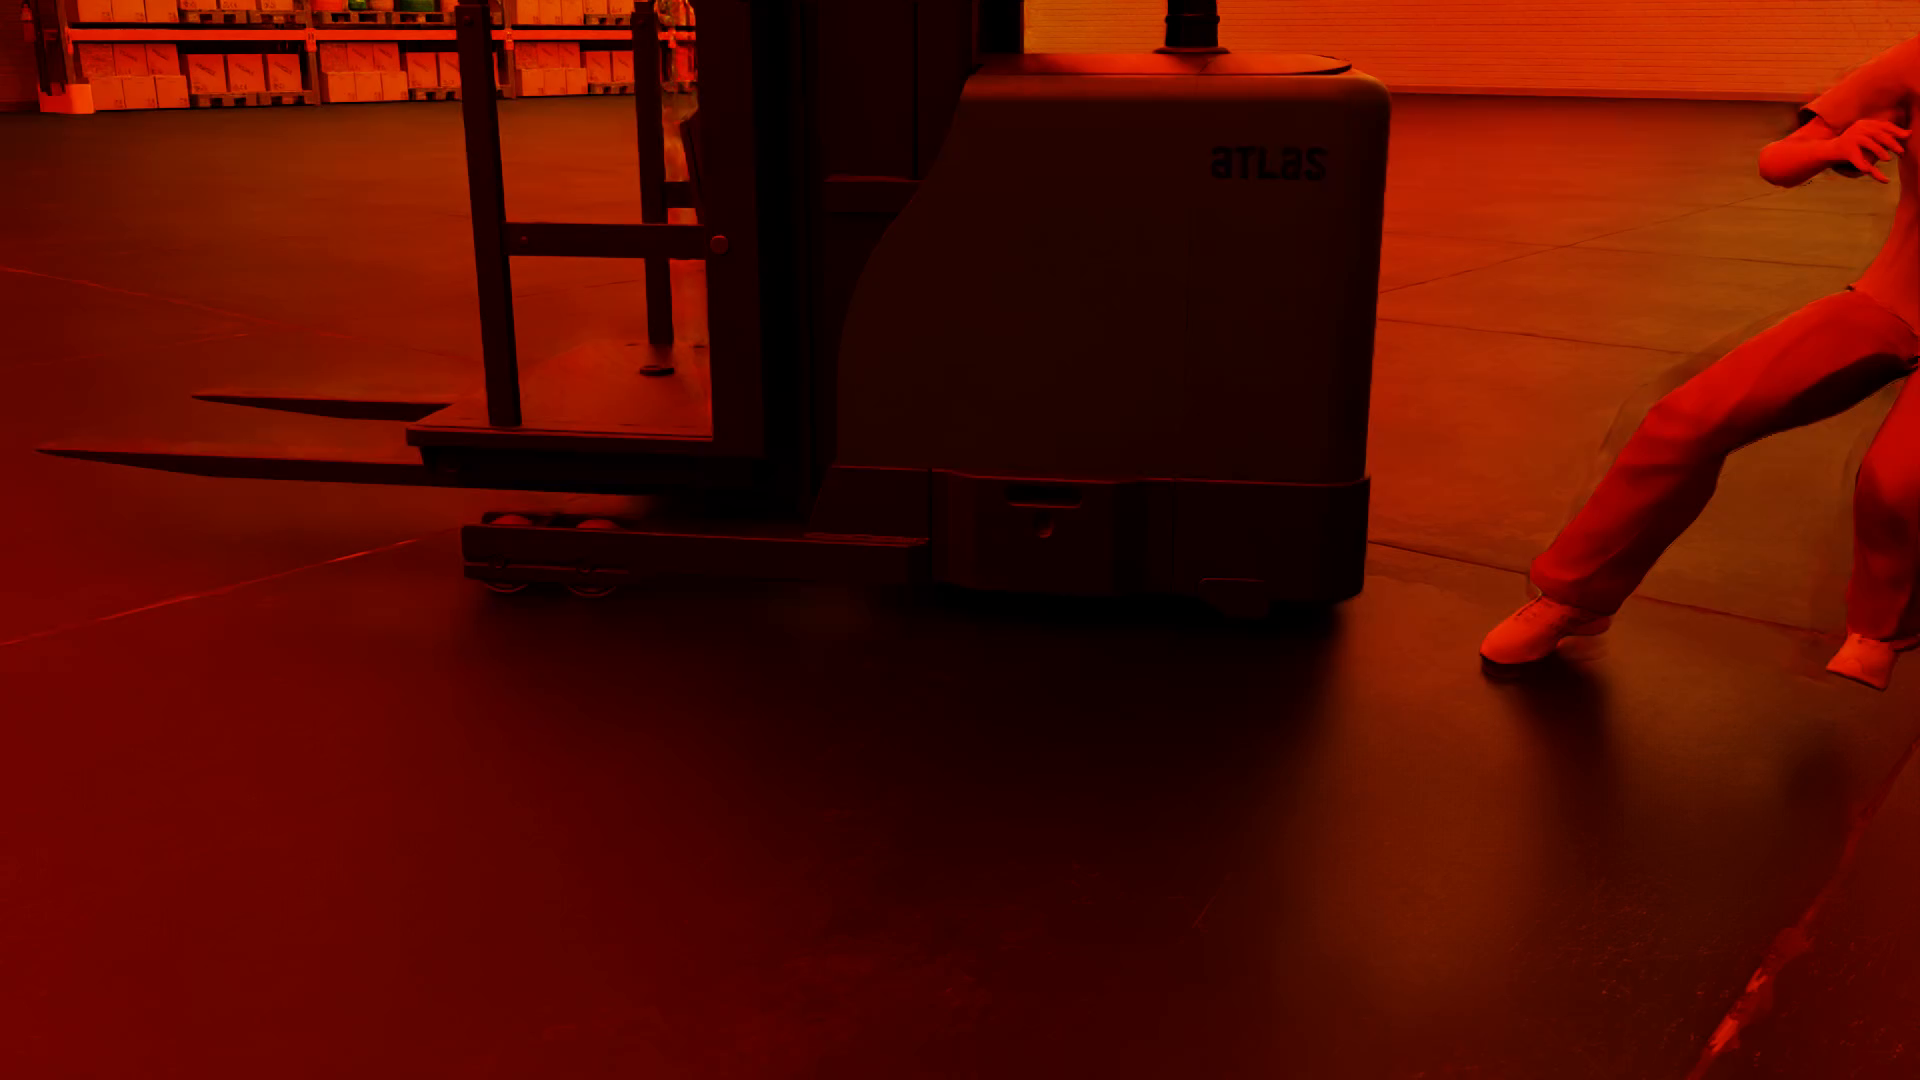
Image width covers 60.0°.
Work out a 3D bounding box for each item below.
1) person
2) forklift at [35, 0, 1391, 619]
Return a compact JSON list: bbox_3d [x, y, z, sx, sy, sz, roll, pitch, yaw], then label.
[{"bbox_3d":[1.651,-0.348,2.703,1.429,1.396,0.707,12,21,35],"label":"person"},{"bbox_3d":[-0.613,-1.427,3.596,3.031,2.935,1.130,3,17,9],"label":"forklift"}]
